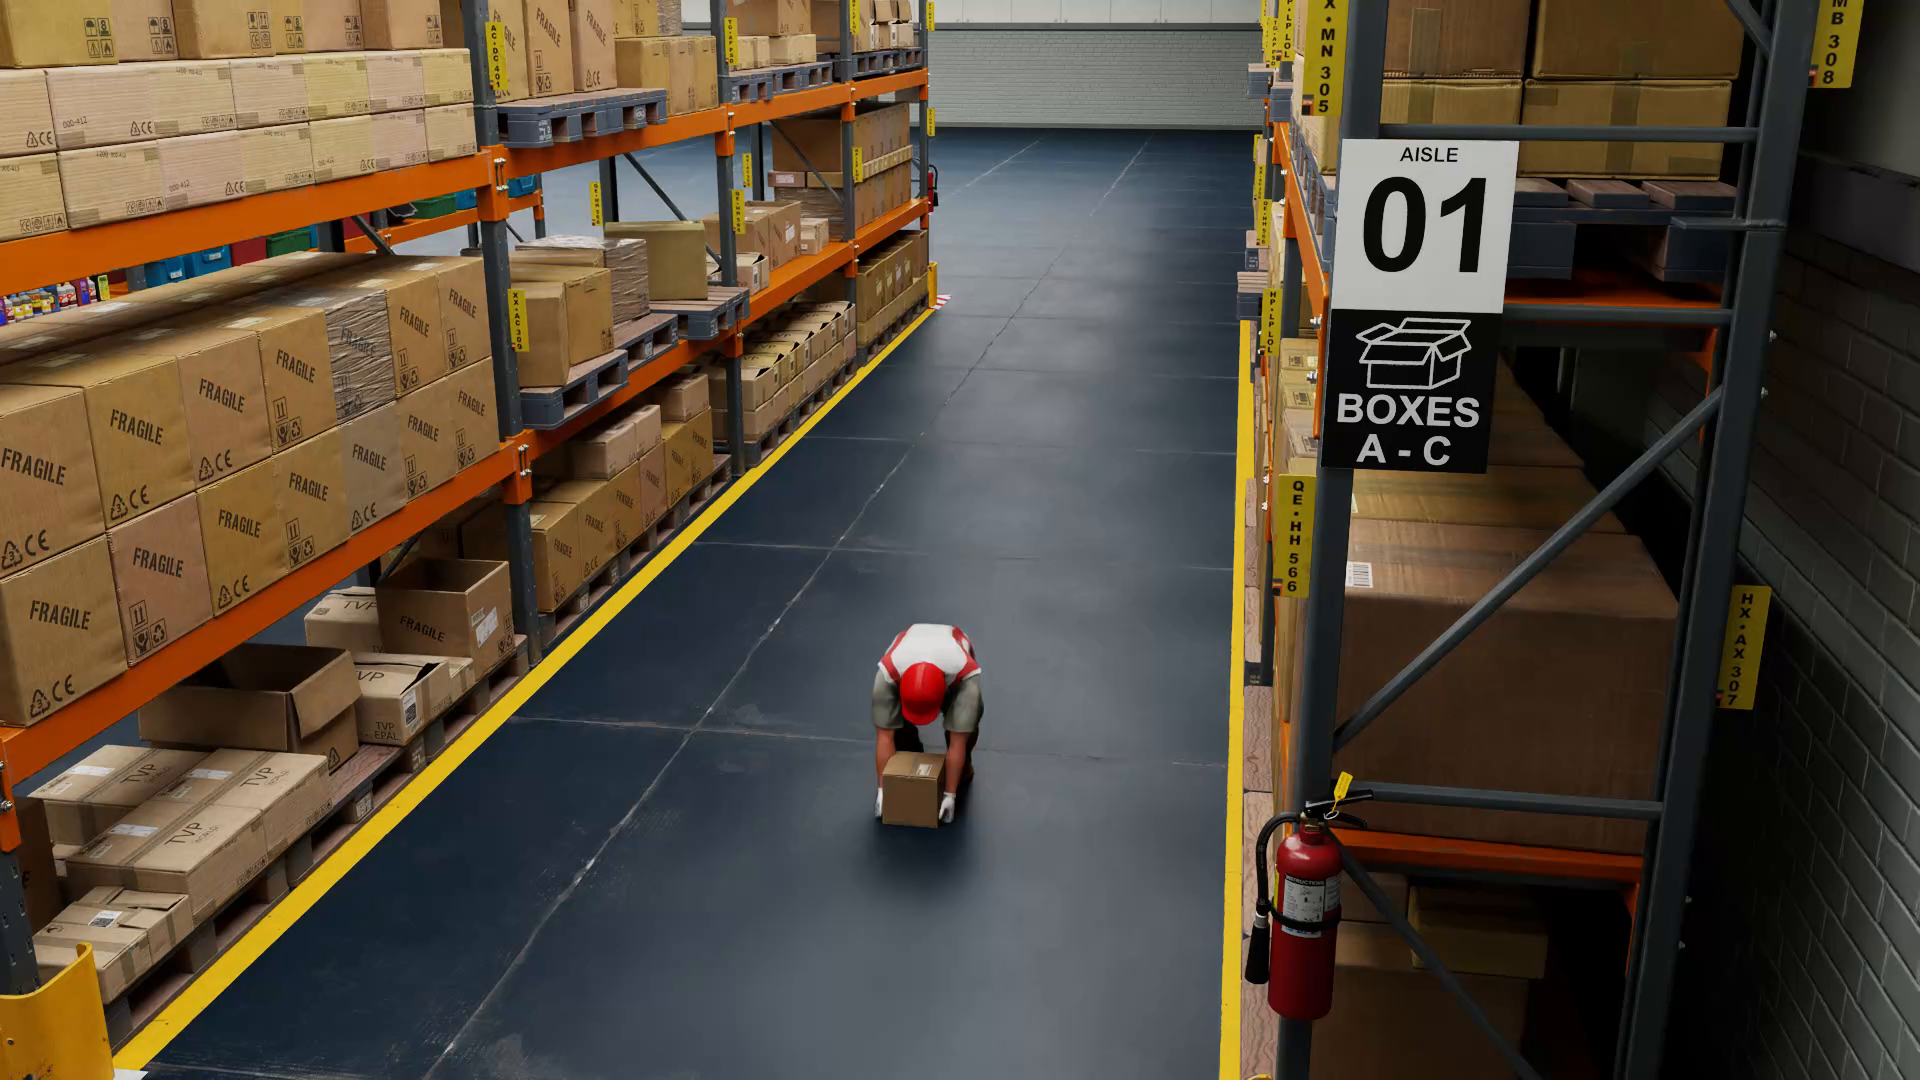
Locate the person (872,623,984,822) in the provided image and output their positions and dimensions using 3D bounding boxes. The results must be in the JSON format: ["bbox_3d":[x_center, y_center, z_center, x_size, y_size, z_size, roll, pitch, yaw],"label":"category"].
[{"bbox_3d":[-0.148,0.806,7.719,0.521,0.796,0.950,2,18,7],"label":"person"}]
